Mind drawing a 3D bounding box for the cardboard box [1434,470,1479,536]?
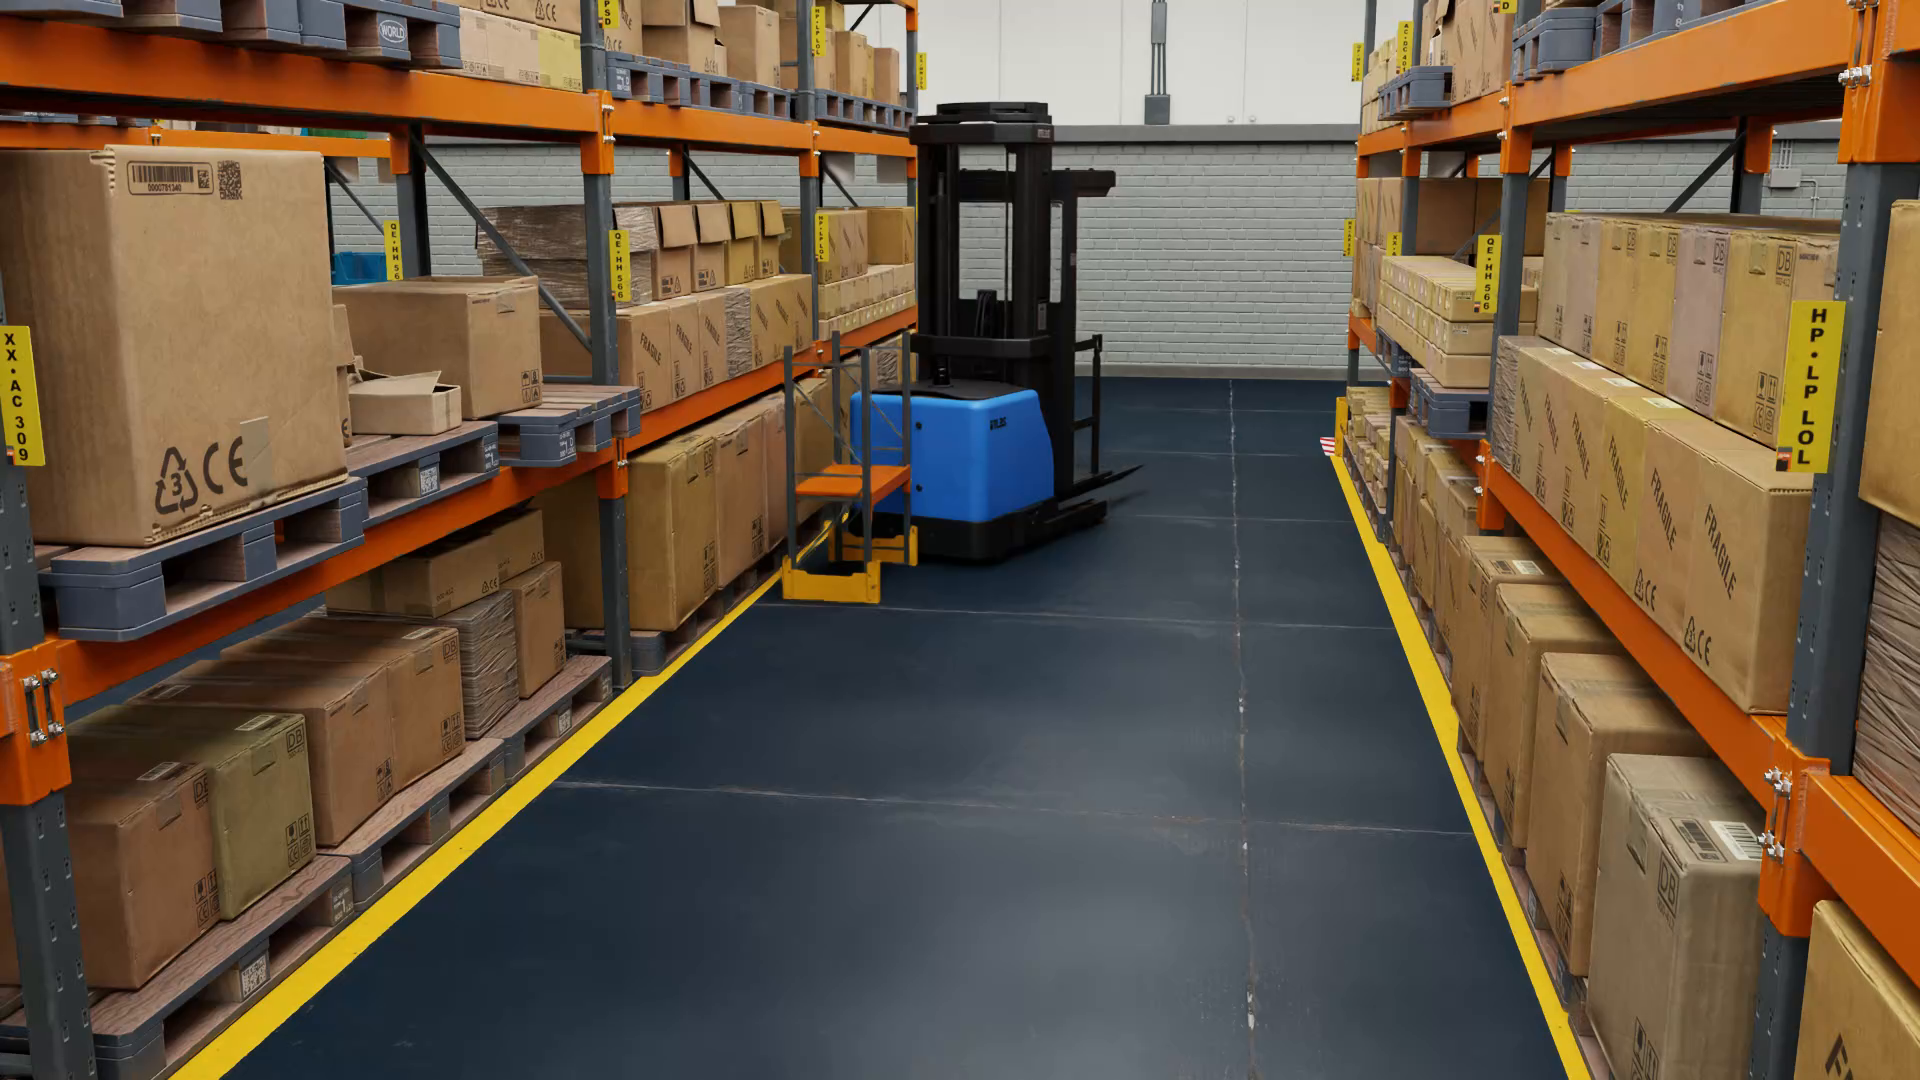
[{"bbox_3d":[2.681,-0.185,8.387,0.500,0.250,0.500,2,12,9],"label":"cardboard box"}]

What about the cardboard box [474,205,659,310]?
[{"bbox_3d":[-1.989,-1.451,8.489,0.797,0.503,0.637,2,12,11],"label":"cardboard box"}]

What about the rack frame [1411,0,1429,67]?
[{"bbox_3d":[3.383,-4.344,10.290,1.000,3.000,0.127,2,12,9],"label":"rack frame"}]

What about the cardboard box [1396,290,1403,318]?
[{"bbox_3d":[2.712,-1.354,9.549,0.380,0.149,0.250,2,12,11],"label":"cardboard box"}]

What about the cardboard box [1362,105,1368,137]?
[{"bbox_3d":[3.677,-3.552,14.090,0.500,0.250,0.500,2,12,11],"label":"cardboard box"}]

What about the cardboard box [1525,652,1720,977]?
[{"bbox_3d":[2.312,0.816,4.931,1.050,0.750,0.750,2,12,9],"label":"cardboard box"}]

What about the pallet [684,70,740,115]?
[{"bbox_3d":[-1.902,-2.503,9.316,1.003,0.211,1.213,2,12,11],"label":"pallet"}]

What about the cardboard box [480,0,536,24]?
[{"bbox_3d":[-2.012,-2.305,6.527,0.500,0.500,0.500,2,12,9],"label":"cardboard box"}]

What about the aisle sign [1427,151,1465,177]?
[{"bbox_3d":[4.306,-3.520,14.537,0.394,0.787,0.004,2,12,9],"label":"aisle sign"}]

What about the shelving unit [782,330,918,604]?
[{"bbox_3d":[-0.662,-0.480,10.159,0.587,1.500,1.083,2,12,11],"label":"shelving unit"}]

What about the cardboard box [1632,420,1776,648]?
[{"bbox_3d":[2.047,-0.017,4.216,0.500,0.500,0.500,2,12,8],"label":"cardboard box"}]

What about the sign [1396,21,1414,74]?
[{"bbox_3d":[2.846,-3.146,10.625,0.100,0.325,0.005,2,12,9],"label":"sign"}]

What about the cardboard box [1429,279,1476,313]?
[{"bbox_3d":[2.471,-1.175,8.015,0.380,0.149,0.250,2,12,10],"label":"cardboard box"}]

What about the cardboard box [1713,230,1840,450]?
[{"bbox_3d":[2.300,-0.494,4.056,0.700,0.500,0.500,2,12,8],"label":"cardboard box"}]

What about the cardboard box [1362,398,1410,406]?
[{"bbox_3d":[3.537,-1.084,13.763,0.380,0.149,0.250,1,12,6],"label":"cardboard box"}]

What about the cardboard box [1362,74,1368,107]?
[{"bbox_3d":[3.673,-3.796,14.038,0.500,0.250,0.500,2,12,10],"label":"cardboard box"}]

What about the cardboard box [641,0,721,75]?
[{"bbox_3d":[-1.824,-2.908,9.507,0.797,0.503,0.637,2,12,8],"label":"cardboard box"}]

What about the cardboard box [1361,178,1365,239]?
[{"bbox_3d":[3.596,-2.737,13.756,0.500,0.500,0.500,2,12,10],"label":"cardboard box"}]

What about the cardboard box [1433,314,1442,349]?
[{"bbox_3d":[2.433,-0.980,7.813,0.380,0.149,0.250,2,12,11],"label":"cardboard box"}]

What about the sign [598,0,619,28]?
[{"bbox_3d":[-1.582,-2.461,7.447,0.100,0.325,0.005,2,12,9],"label":"sign"}]

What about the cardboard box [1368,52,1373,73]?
[{"bbox_3d":[3.553,-3.910,13.617,0.380,0.149,0.250,2,12,9],"label":"cardboard box"}]

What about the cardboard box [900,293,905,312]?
[{"bbox_3d":[-0.695,-2.111,14.767,0.380,0.149,0.250,2,12,9],"label":"cardboard box"}]

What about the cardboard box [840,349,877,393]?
[{"bbox_3d":[-1.183,-1.082,13.439,0.875,0.875,0.875,2,12,9],"label":"cardboard box"}]

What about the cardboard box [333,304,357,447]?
[{"bbox_3d":[-2.557,-0.547,5.671,0.797,0.503,0.637,3,13,14],"label":"cardboard box"}]

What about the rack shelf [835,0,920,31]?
[{"bbox_3d":[-1.195,-4.395,13.183,1.077,0.370,4.000,2,12,9],"label":"rack shelf"}]

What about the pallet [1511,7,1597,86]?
[{"bbox_3d":[2.721,-1.817,6.132,1.213,0.211,1.003,2,12,11],"label":"pallet"}]

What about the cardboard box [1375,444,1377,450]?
[{"bbox_3d":[3.326,-0.660,12.500,0.380,0.149,0.250,2,12,10],"label":"cardboard box"}]

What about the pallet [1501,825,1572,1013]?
[{"bbox_3d":[2.382,1.199,5.426,1.003,0.211,1.213,2,12,9],"label":"pallet"}]

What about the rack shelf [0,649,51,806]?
[{"bbox_3d":[-3.040,0.840,2.181,1.077,0.370,4.000,2,12,9],"label":"rack shelf"}]

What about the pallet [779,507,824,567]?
[{"bbox_3d":[-1.546,-0.067,11.302,1.003,0.211,1.213,2,12,9],"label":"pallet"}]

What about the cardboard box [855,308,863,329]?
[{"bbox_3d":[-0.970,-1.739,13.037,0.380,0.149,0.250,2,12,8],"label":"cardboard box"}]

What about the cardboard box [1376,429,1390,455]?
[{"bbox_3d":[3.212,-0.703,11.992,0.380,0.149,0.250,2,12,8],"label":"cardboard box"}]

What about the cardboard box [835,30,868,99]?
[{"bbox_3d":[-1.133,-3.743,13.151,0.700,0.500,0.500,2,12,11],"label":"cardboard box"}]

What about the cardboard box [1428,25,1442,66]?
[{"bbox_3d":[3.040,-2.863,9.752,0.500,0.311,0.500,2,12,8],"label":"cardboard box"}]

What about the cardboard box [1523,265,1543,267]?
[{"bbox_3d":[3.351,-1.479,9.425,0.380,0.149,0.250,1,12,7],"label":"cardboard box"}]

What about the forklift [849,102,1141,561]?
[{"bbox_3d":[0.415,-1.564,11.794,1.130,2.935,3.031,7,14,28],"label":"forklift"}]

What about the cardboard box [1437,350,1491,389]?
[{"bbox_3d":[2.390,-0.779,7.586,0.380,0.149,0.250,2,12,10],"label":"cardboard box"}]

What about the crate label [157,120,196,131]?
[{"bbox_3d":[-6.035,-3.183,12.651,0.293,0.136,0.466,2,12,9],"label":"crate label"}]

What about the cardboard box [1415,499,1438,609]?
[{"bbox_3d":[2.760,0.074,8.966,0.500,0.500,0.500,1,12,6],"label":"cardboard box"}]

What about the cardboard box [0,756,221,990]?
[{"bbox_3d":[-2.617,0.952,4.844,0.700,0.500,0.500,1,12,4],"label":"cardboard box"}]

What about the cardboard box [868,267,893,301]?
[{"bbox_3d":[-0.856,-2.177,14.124,0.500,0.250,0.500,1,12,7],"label":"cardboard box"}]

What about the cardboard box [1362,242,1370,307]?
[{"bbox_3d":[3.511,-2.140,13.359,0.500,0.500,0.500,2,12,9],"label":"cardboard box"}]

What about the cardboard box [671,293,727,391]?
[{"bbox_3d":[-1.621,-1.116,9.313,0.500,0.500,0.500,2,12,8],"label":"cardboard box"}]

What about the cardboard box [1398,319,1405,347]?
[{"bbox_3d":[2.673,-1.155,9.330,0.380,0.149,0.250,2,12,8],"label":"cardboard box"}]

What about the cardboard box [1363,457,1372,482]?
[{"bbox_3d":[3.266,-0.531,12.608,0.380,0.149,0.250,2,12,9],"label":"cardboard box"}]

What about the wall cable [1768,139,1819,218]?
[{"bbox_3d":[9.749,-3.791,19.478,0.585,1.953,0.123,2,12,9],"label":"wall cable"}]

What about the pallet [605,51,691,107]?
[{"bbox_3d":[-2.071,-2.270,8.235,1.213,0.211,1.003,2,12,11],"label":"pallet"}]

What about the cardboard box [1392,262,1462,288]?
[{"bbox_3d":[2.748,-1.554,9.772,0.380,0.149,0.250,2,12,8],"label":"cardboard box"}]

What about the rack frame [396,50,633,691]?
[{"bbox_3d":[-2.117,-0.760,7.901,1.000,3.000,0.127,2,12,9],"label":"rack frame"}]

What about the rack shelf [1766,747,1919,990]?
[{"bbox_3d":[1.845,1.022,1.338,1.077,0.370,4.000,2,12,9],"label":"rack shelf"}]
